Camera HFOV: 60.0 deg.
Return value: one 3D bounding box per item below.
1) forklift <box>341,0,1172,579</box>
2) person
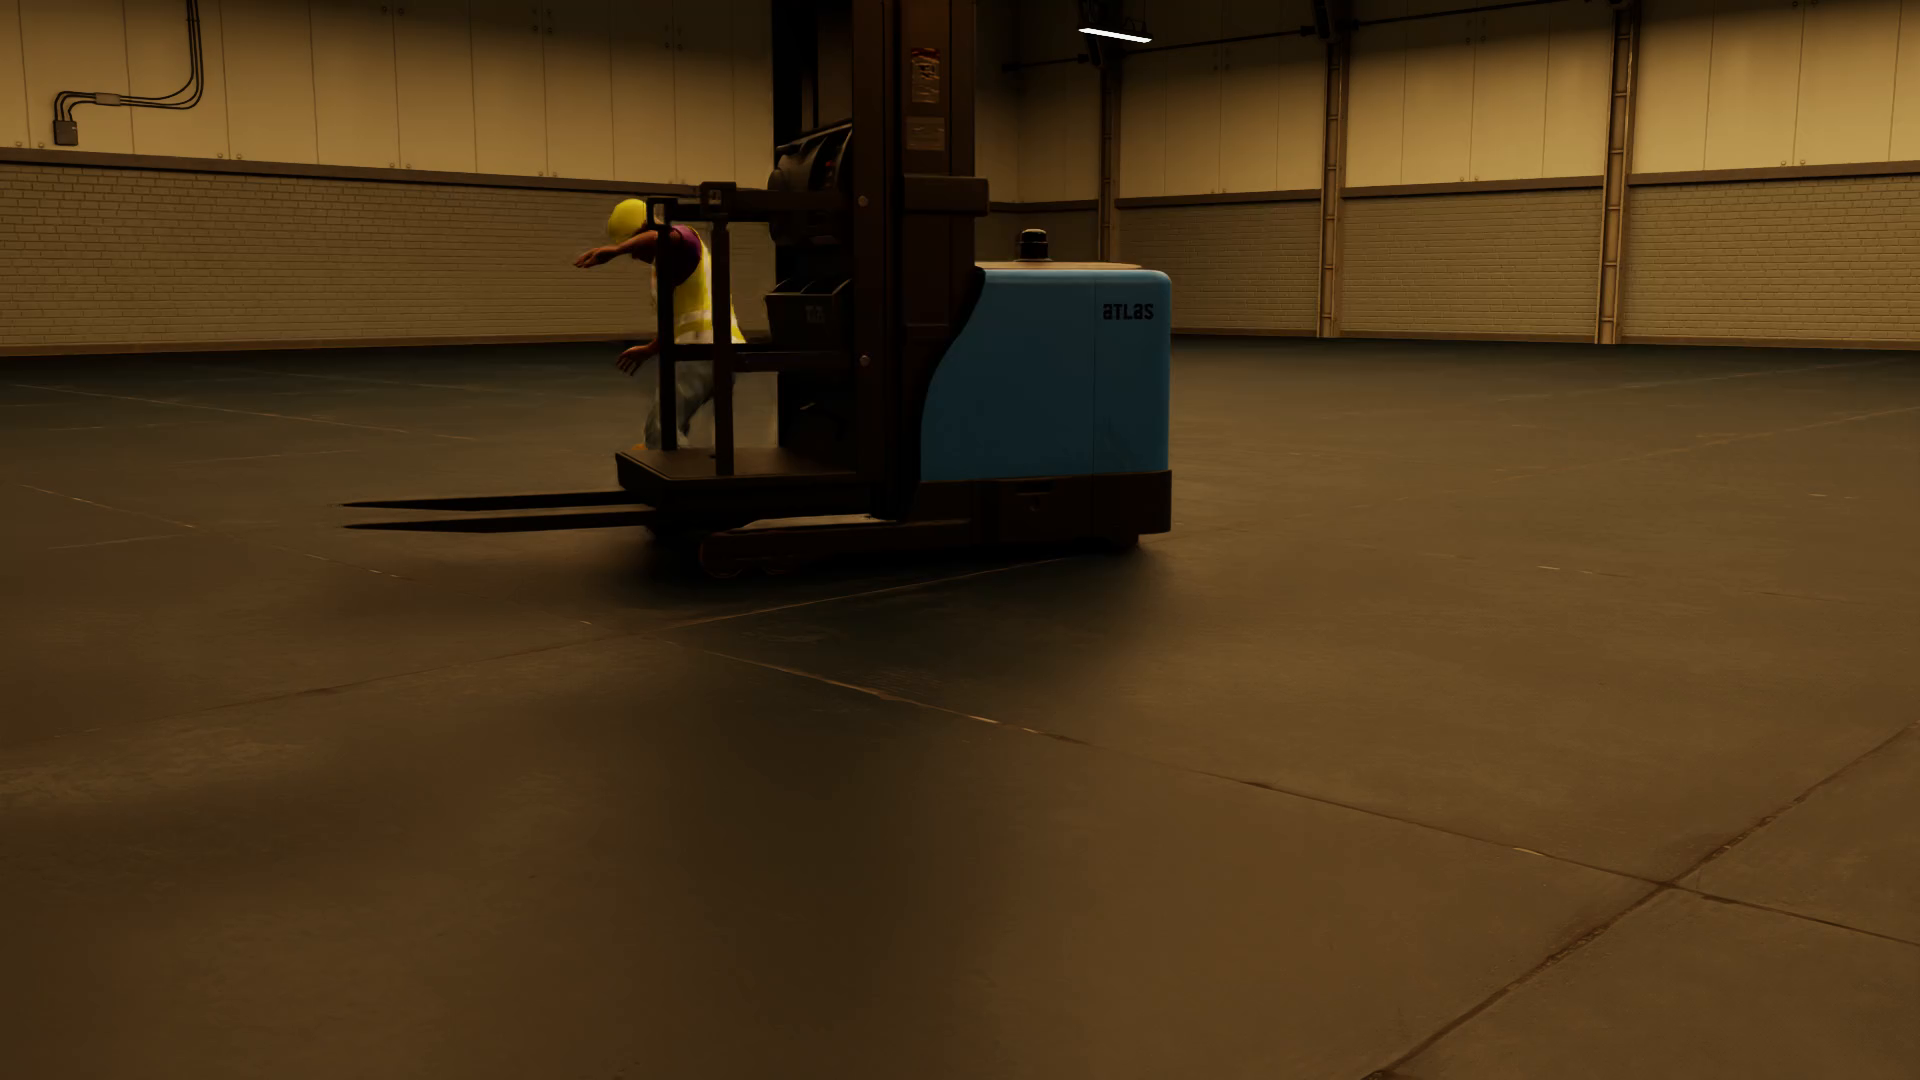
[{"bbox_3d":[-0.749,-1.401,6.177,3.031,2.935,1.130,-3,9,-21],"label":"forklift"},{"bbox_3d":[-1.380,-0.831,7.542,0.830,1.422,1.335,2,9,11],"label":"person"}]
